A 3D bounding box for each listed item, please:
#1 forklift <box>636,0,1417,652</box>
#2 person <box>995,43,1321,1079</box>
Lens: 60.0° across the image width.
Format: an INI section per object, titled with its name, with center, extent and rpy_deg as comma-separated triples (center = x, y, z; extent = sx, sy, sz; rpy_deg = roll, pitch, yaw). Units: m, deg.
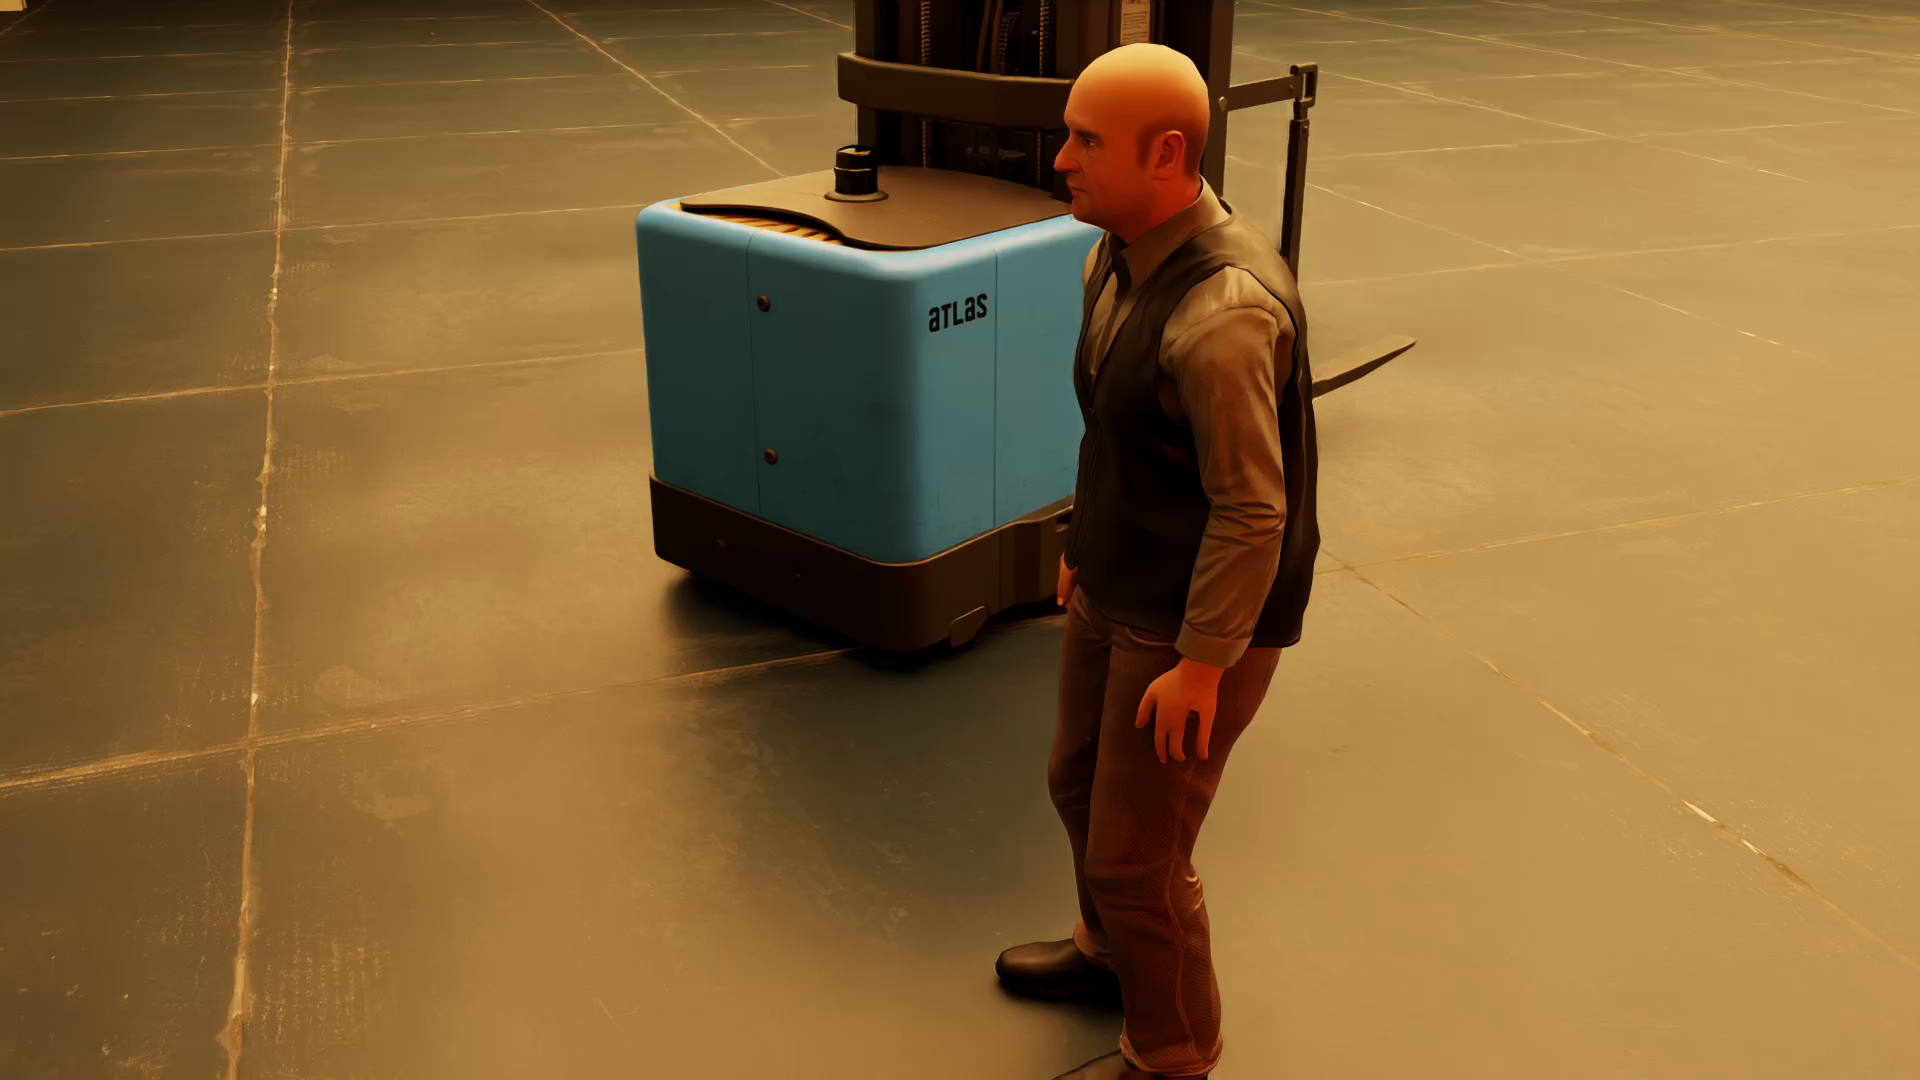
[forklift]
center = 0.475, -1.556, 4.998
extent = 1.130, 2.935, 3.031
rpy_deg = 19, 29, 38
[person]
center = 0.317, 0.111, 2.598
extent = 0.421, 1.720, 0.589
rpy_deg = -5, 23, -11
